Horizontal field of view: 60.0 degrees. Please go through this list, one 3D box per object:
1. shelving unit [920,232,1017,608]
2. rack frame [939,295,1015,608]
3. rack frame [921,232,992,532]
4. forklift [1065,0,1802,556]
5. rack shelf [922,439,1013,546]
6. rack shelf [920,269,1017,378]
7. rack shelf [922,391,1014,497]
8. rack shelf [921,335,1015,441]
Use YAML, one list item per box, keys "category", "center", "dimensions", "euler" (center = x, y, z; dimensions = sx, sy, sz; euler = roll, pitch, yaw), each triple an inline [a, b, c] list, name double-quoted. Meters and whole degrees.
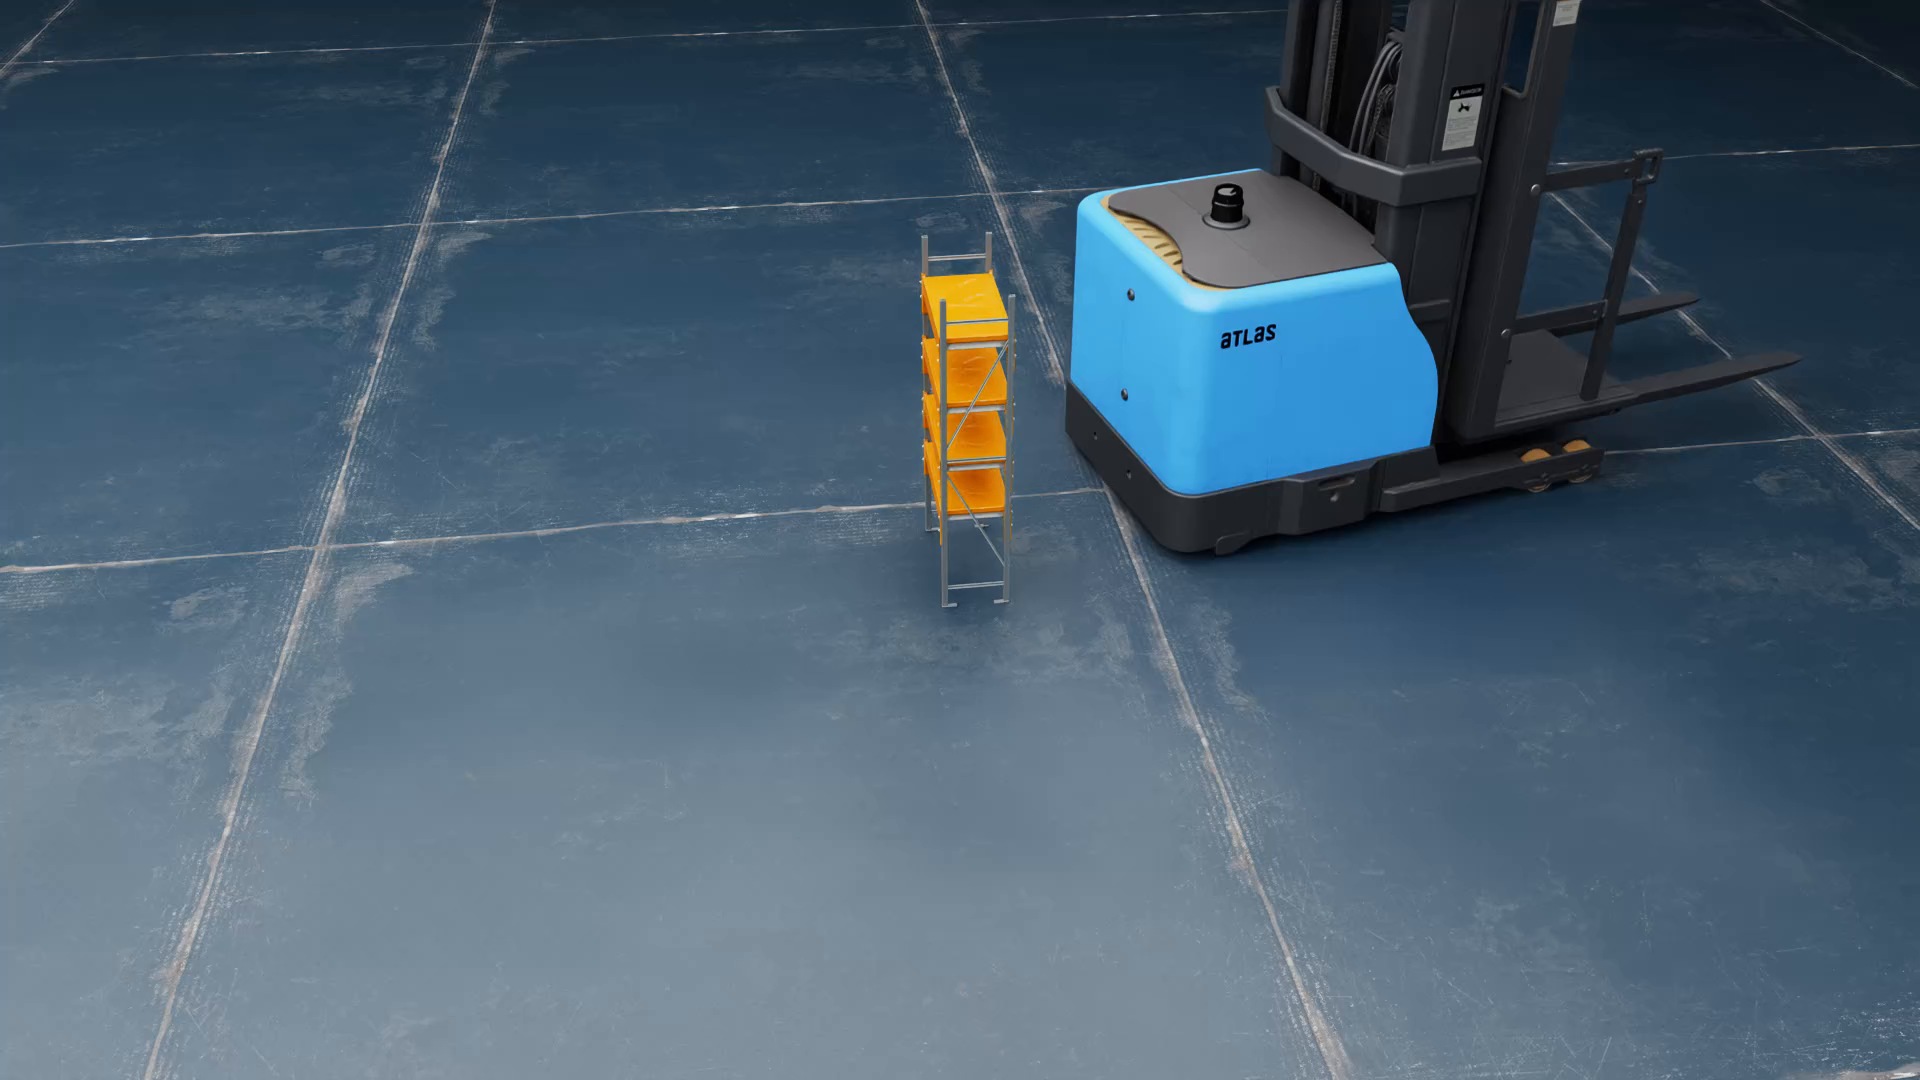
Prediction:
- category: "shelving unit"
  center: [0.022, -0.403, 5.777]
  dimensions: [0.258, 1.200, 0.503]
  euler: [-4, 35, -6]
- category: "rack frame"
  center: [0.055, -0.267, 5.577]
  dimensions: [0.240, 1.200, 0.015]
  euler: [-4, 35, -6]
- category: "rack frame"
  center: [-0.011, -0.540, 5.976]
  dimensions: [0.240, 1.200, 0.015]
  euler: [-4, 35, -6]
- category: "forklift"
  center: [1.999, -1.665, 6.091]
  dimensions: [3.031, 2.935, 1.130]
  euler: [-12, 36, -17]
- category: "rack shelf"
  center: [0.022, -0.184, 5.926]
  dimensions: [0.258, 0.148, 0.480]
  euler: [-4, 35, -6]
- category: "rack shelf"
  center: [0.022, -0.728, 5.555]
  dimensions: [0.258, 0.148, 0.480]
  euler: [-4, 35, -6]
- category: "rack shelf"
  center: [0.022, -0.348, 5.814]
  dimensions: [0.258, 0.148, 0.480]
  euler: [-4, 35, -6]
- category: "rack shelf"
  center: [0.022, -0.533, 5.688]
  dimensions: [0.258, 0.148, 0.480]
  euler: [-4, 35, -6]
